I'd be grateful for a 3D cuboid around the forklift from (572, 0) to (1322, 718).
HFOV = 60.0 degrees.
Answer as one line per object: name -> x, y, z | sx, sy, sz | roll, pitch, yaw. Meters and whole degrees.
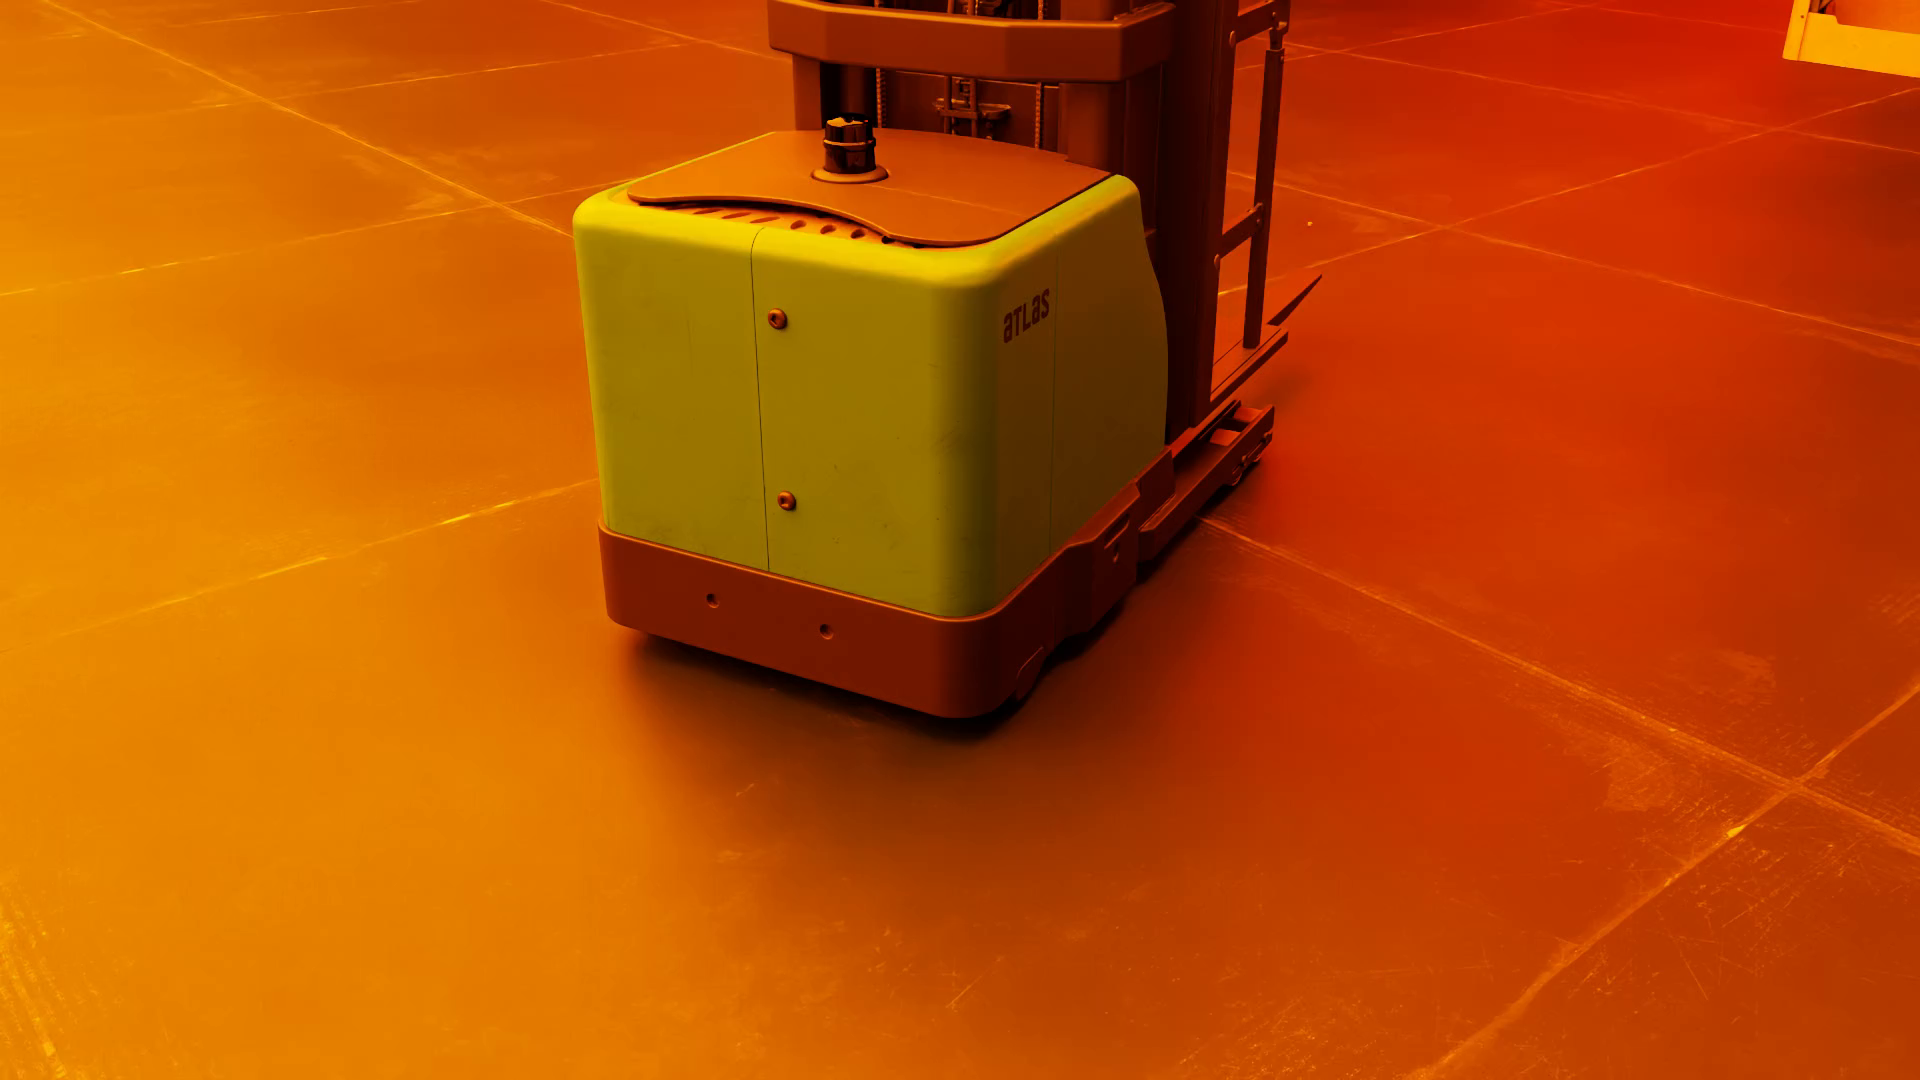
forklift -> 0.285, -1.552, 4.331 | 1.130, 2.935, 3.031 | 13, 29, 25
